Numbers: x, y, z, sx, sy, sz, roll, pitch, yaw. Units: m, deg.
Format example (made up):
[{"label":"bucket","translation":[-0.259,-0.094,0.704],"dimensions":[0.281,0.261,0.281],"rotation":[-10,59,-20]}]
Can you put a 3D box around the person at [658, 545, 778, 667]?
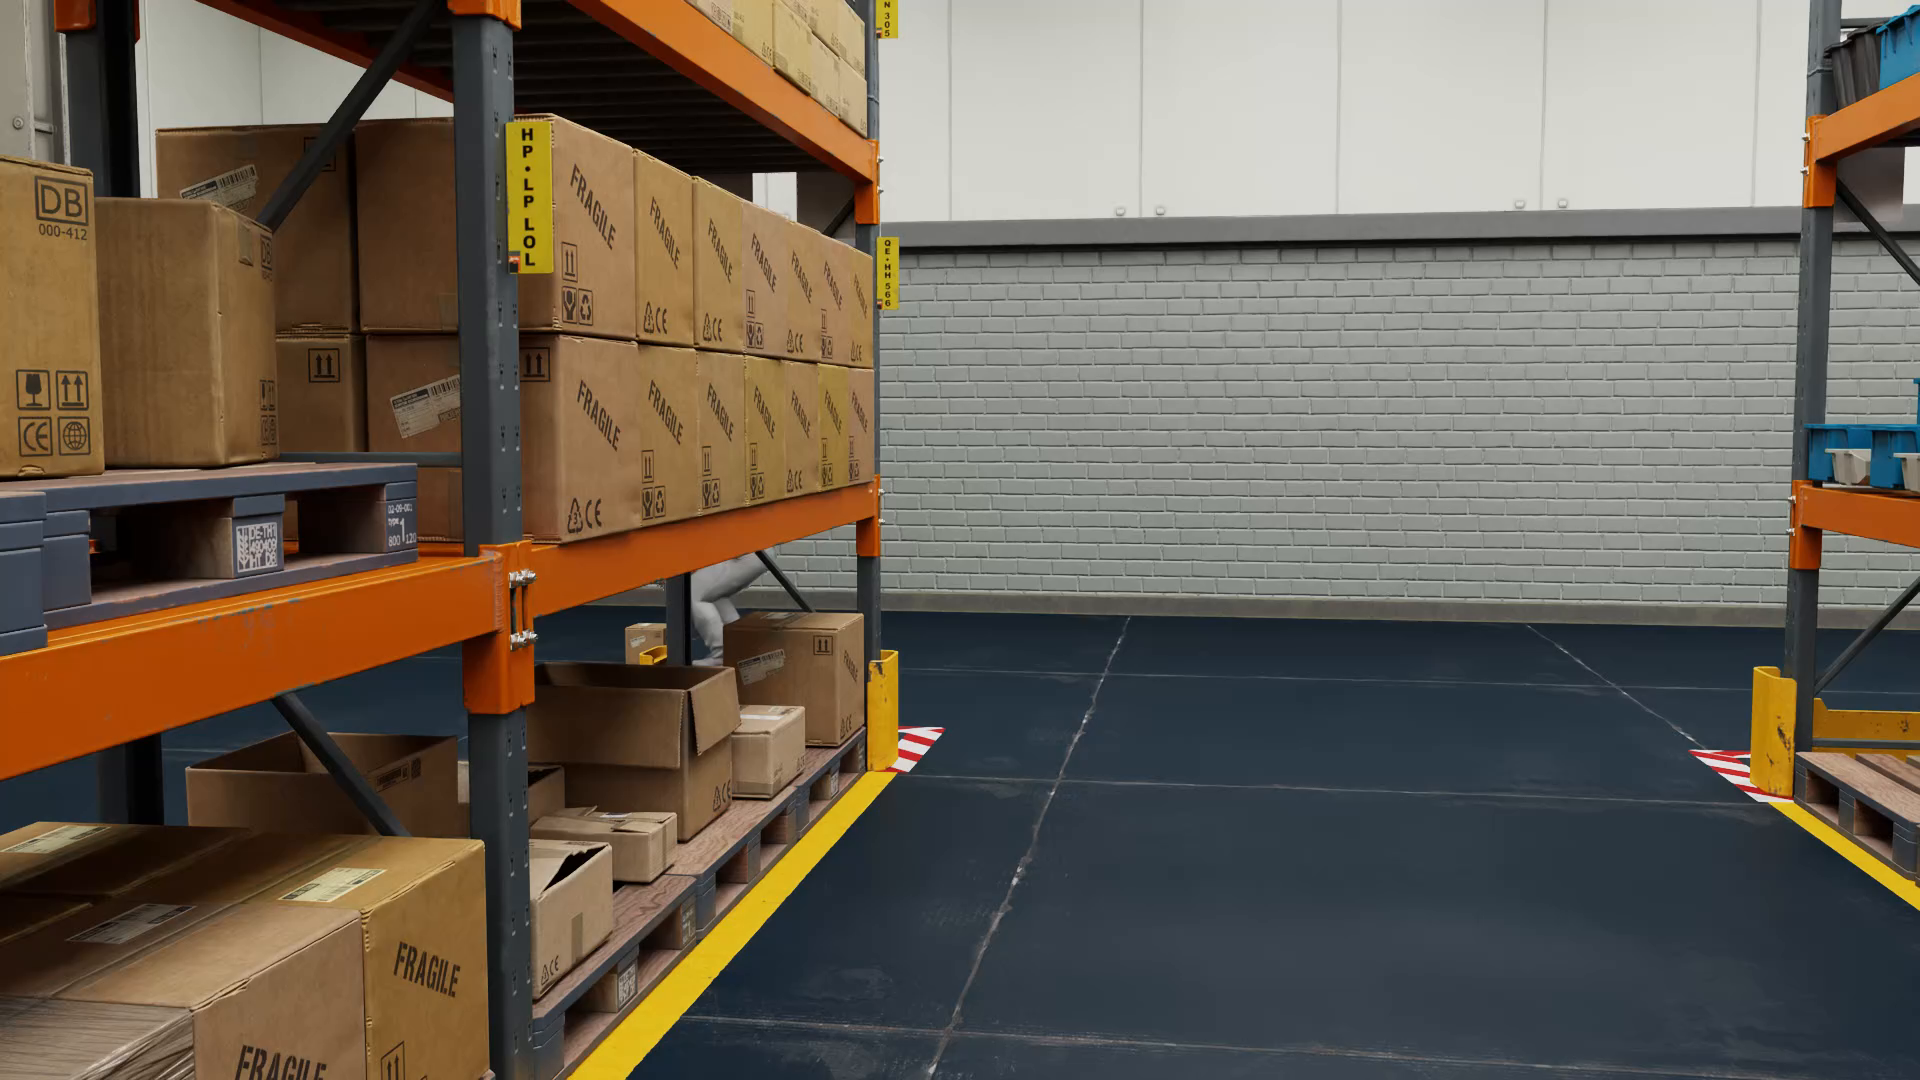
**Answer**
[{"label":"person","translation":[-1.562,0.093,10.478],"dimensions":[0.792,1.439,0.590],"rotation":[1,4,9]}]
